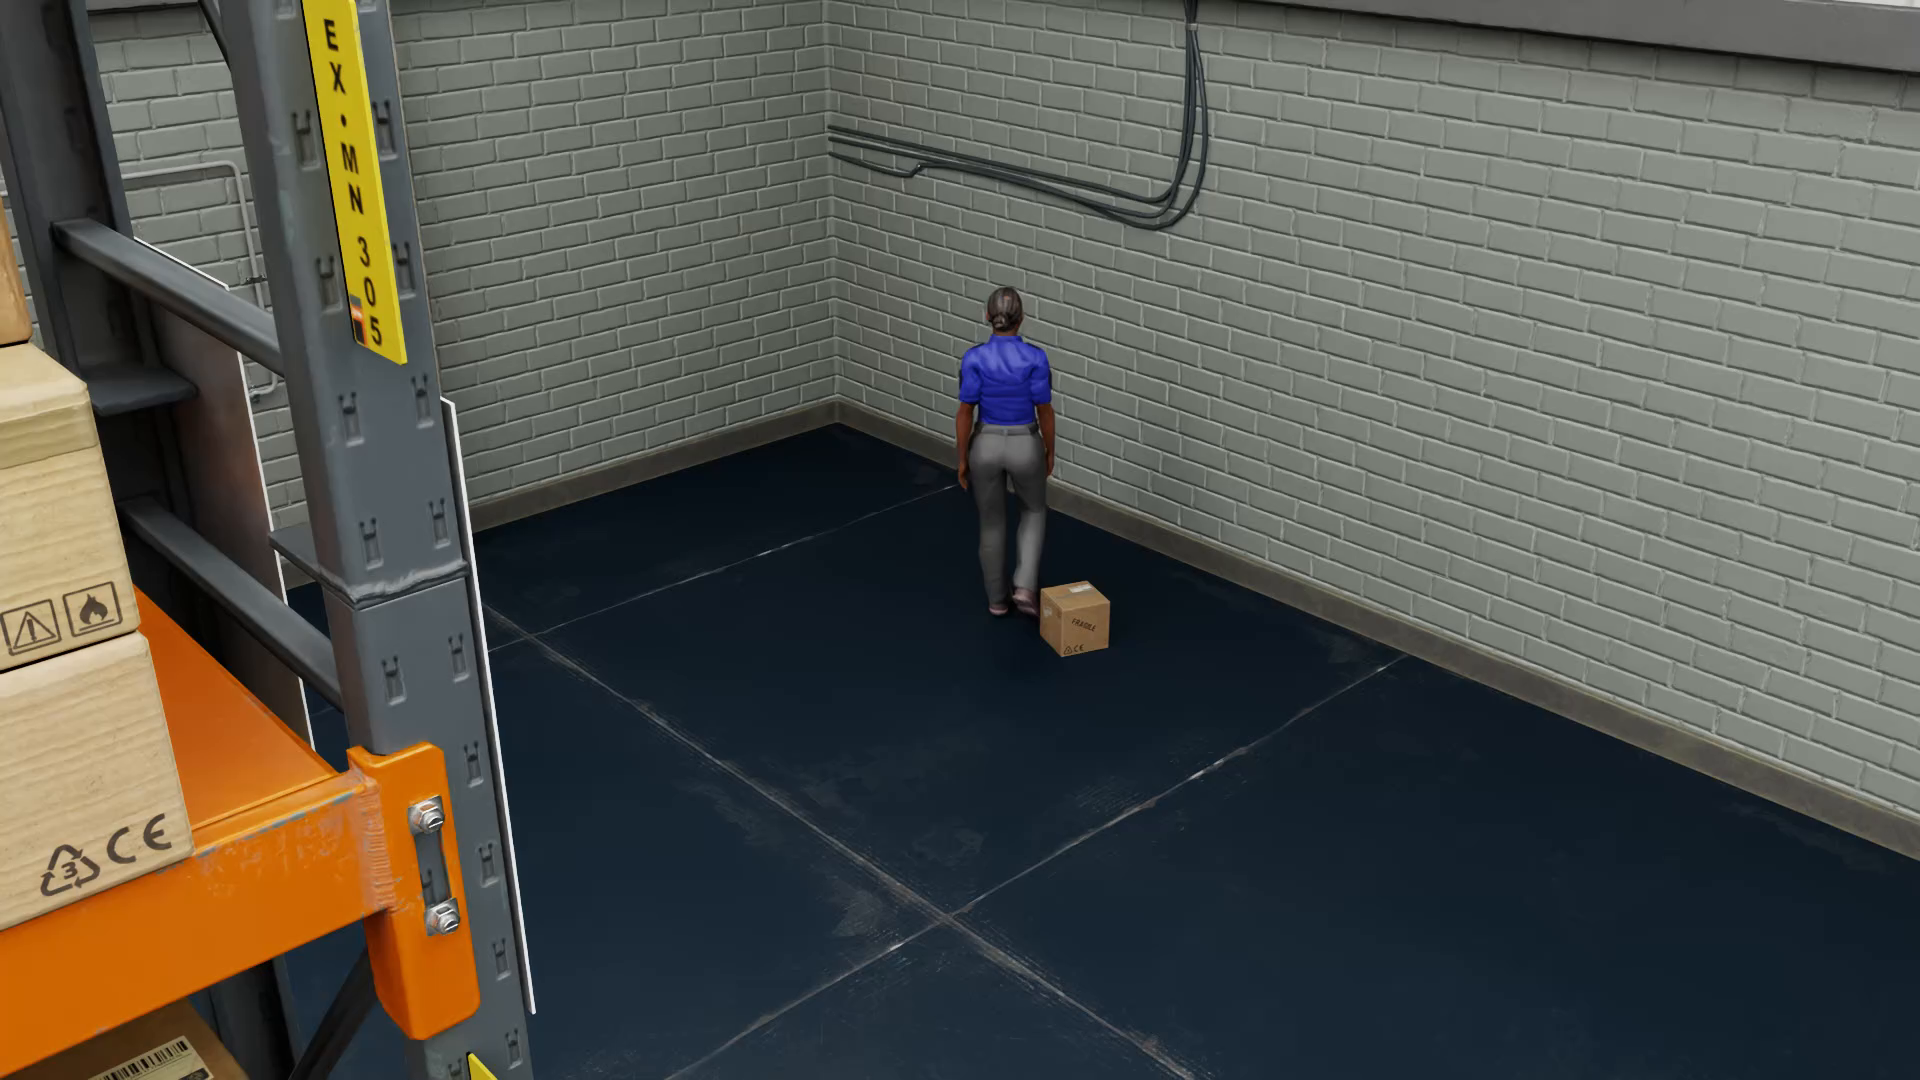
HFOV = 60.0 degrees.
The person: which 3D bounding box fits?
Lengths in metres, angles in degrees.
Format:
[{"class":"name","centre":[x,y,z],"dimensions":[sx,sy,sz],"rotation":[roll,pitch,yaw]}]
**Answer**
[{"class":"person","centre":[0.217,-0.400,7.971],"dimensions":[0.471,1.668,0.446],"rotation":[2,25,4]}]
